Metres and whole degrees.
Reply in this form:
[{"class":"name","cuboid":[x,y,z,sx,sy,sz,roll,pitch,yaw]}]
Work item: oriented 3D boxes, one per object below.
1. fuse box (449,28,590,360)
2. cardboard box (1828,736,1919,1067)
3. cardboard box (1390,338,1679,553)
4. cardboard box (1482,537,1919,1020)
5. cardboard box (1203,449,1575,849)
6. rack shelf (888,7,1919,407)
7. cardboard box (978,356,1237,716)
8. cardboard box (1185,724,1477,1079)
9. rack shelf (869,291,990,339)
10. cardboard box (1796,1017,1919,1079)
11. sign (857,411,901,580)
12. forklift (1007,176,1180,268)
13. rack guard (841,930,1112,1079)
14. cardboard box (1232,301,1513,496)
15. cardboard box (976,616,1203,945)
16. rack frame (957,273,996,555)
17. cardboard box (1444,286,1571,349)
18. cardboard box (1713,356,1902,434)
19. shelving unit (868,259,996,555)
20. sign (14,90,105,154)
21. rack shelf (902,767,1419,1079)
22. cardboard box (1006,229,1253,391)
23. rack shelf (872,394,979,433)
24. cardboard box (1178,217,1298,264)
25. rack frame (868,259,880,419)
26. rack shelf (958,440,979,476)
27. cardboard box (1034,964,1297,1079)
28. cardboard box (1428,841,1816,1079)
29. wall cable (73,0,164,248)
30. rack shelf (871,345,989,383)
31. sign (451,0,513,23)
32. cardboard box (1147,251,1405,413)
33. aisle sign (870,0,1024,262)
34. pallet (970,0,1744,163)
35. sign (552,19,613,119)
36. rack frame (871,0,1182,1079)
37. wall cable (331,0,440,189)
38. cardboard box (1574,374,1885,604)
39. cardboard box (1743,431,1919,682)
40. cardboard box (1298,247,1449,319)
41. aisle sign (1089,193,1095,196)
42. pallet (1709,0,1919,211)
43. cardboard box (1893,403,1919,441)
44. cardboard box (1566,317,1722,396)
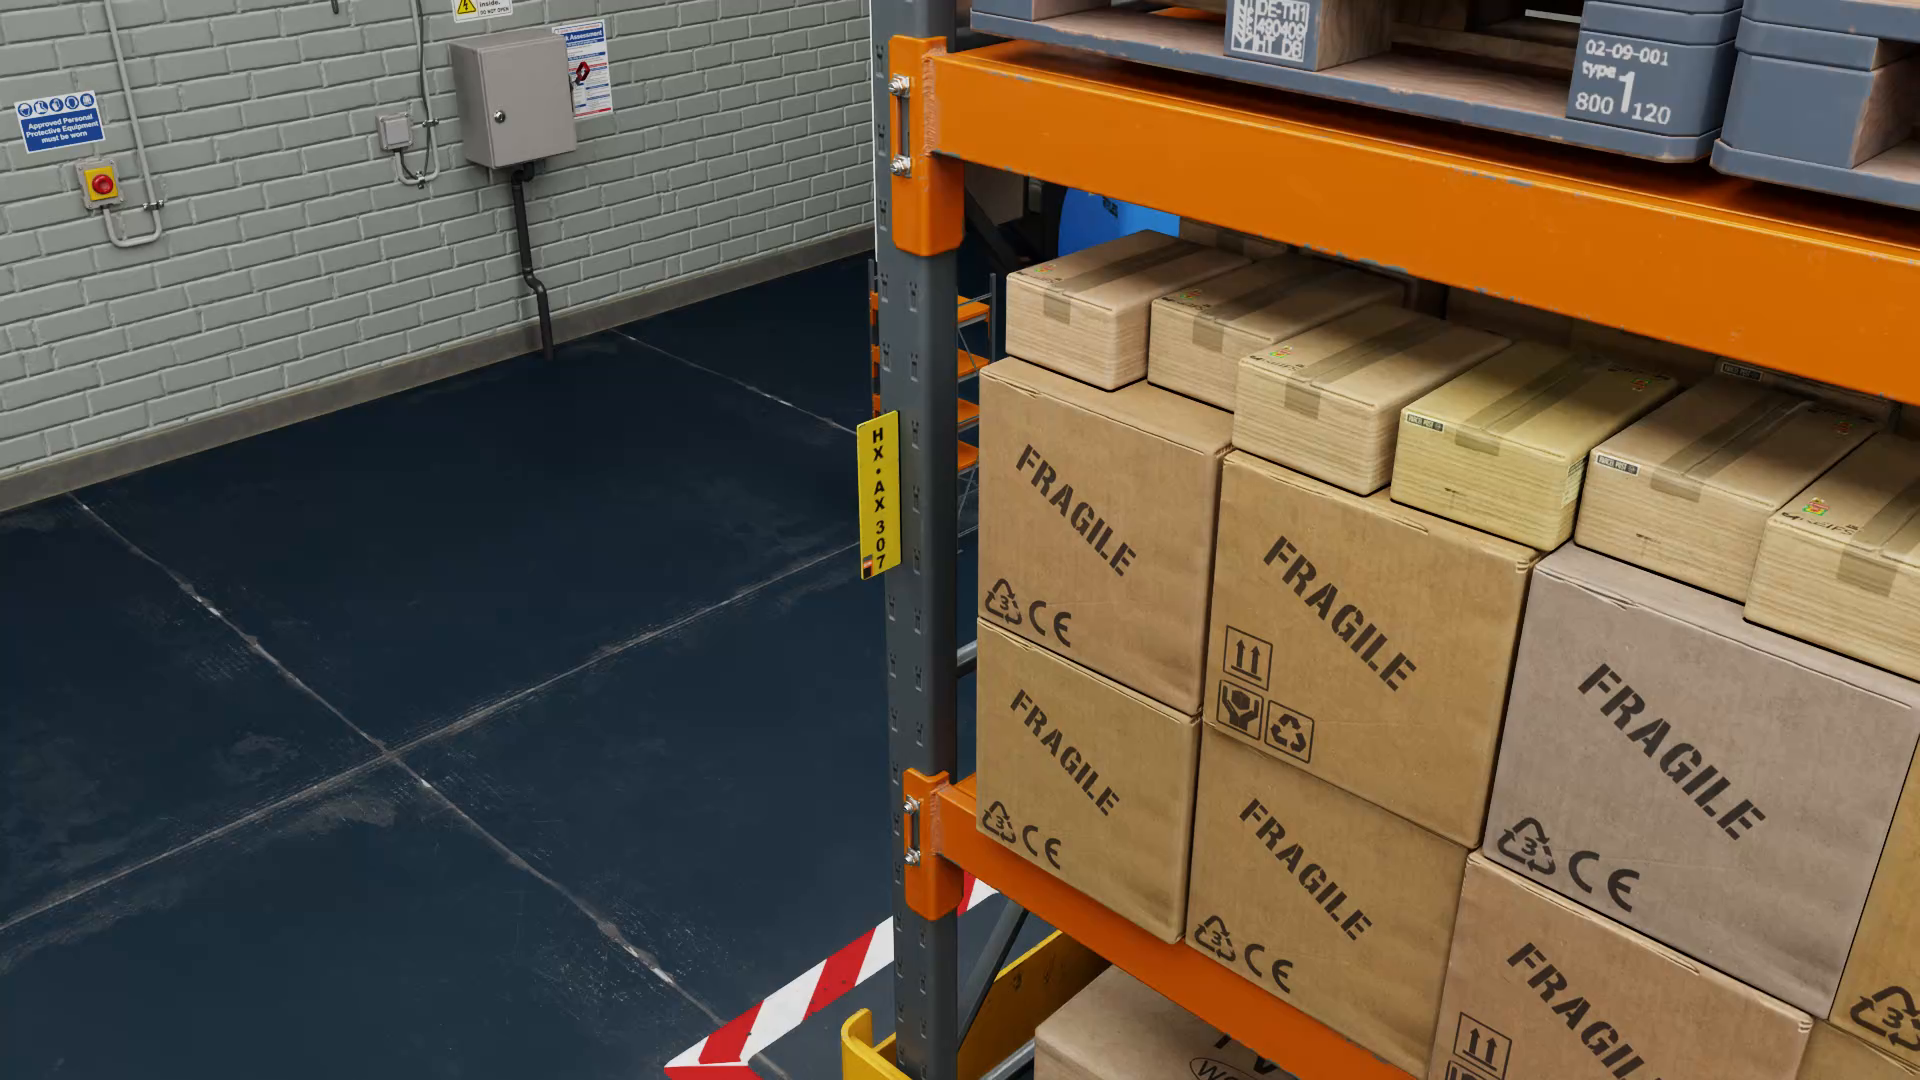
[{"class":"fuse box","cuboid":[-2.221,-1.758,8.755,0.414,1.711,0.539,25,36,38]},{"class":"cardboard box","cuboid":[1.485,0.412,2.062,0.500,0.500,0.500,25,37,39]},{"class":"cardboard box","cuboid":[0.841,-0.148,2.430,0.250,0.149,0.380,23,36,37]},{"class":"cardboard box","cuboid":[1.128,0.249,2.371,0.500,0.500,0.500,24,36,38]},{"class":"cardboard box","cuboid":[0.756,0.084,2.686,0.500,0.500,0.500,23,36,37]},{"class":"rack shelf","cuboid":[1.666,-0.203,1.964,4.000,0.370,1.077,25,36,38]},{"class":"cardboard box","cuboid":[0.382,-0.082,3.002,0.500,0.500,0.500,24,36,37]},{"class":"cardboard box","cuboid":[0.761,0.517,2.937,0.500,0.500,0.500,24,36,38]},{"class":"rack shelf","cuboid":[-0.118,-0.933,6.891,0.480,0.148,0.258,25,36,38]},{"class":"cardboard box","cuboid":[1.480,0.847,2.310,0.500,0.500,0.500,-24,36,-38]},{"class":"sign","cuboid":[-0.154,-0.083,3.169,0.005,0.325,0.100,25,36,38]},{"class":"forklift","cuboid":[0.936,-2.832,9.486,1.130,2.935,3.031,-7,29,-13]},{"class":"rack guard","cuboid":[0.223,1.252,4.332,0.348,0.500,1.175,25,36,38]},{"class":"cardboard box","cuboid":[0.641,-0.228,2.582,0.380,0.149,0.250,-24,36,-38]},{"class":"cardboard box","cuboid":[0.381,0.361,3.233,0.500,0.500,0.500,24,36,38]},{"class":"rack frame","cuboid":[0.056,-0.505,6.922,0.015,1.200,0.240,25,36,38]},{"class":"cardboard box","cuboid":[1.077,-0.439,2.983,0.250,0.149,0.380,24,36,38]},{"class":"cardboard box","cuboid":[1.365,-0.234,2.594,0.250,0.149,0.380,24,36,38]},{"class":"shelving unit","cuboid":[-0.118,-0.585,7.073,0.503,1.200,0.258,25,36,38]},{"class":"sign","cuboid":[-3.875,-1.802,7.164,0.001,0.218,0.327,25,36,38]},{"class":"rack shelf","cuboid":[1.666,1.124,2.662,4.000,0.370,1.077,25,36,38]},{"class":"cardboard box","cuboid":[0.299,-0.413,2.934,0.380,0.149,0.250,-24,36,-38]},{"class":"rack shelf","cuboid":[-0.118,-0.526,7.105,0.480,0.148,0.258,25,36,38]},{"class":"cardboard box","cuboid":[0.636,-0.570,3.232,0.380,0.149,0.250,-25,36,-39]},{"class":"rack frame","cuboid":[-0.292,-0.665,7.225,0.015,1.200,0.240,25,36,38]},{"class":"rack shelf","cuboid":[-0.118,-0.350,7.197,0.480,0.148,0.258,25,36,38]},{"class":"cardboard box","cuboid":[0.781,1.284,3.888,0.875,0.438,0.875,23,36,37]},{"class":"cardboard box","cuboid":[1.111,0.689,2.610,0.500,0.500,0.500,24,36,38]},{"class":"wall cable","cuboid":[-3.797,-2.142,6.976,0.123,1.953,0.585,25,36,38]},{"class":"rack shelf","cuboid":[-0.118,-0.724,7.001,0.480,0.148,0.258,25,36,38]},{"class":"sign","cuboid":[-2.407,-2.743,8.356,0.001,0.242,0.339,25,36,38]},{"class":"cardboard box","cuboid":[0.536,-0.351,2.816,0.380,0.149,0.250,-24,36,-38]},{"class":"aisle sign","cuboid":[-0.015,-0.925,2.992,0.004,0.787,0.394,25,36,38]},{"class":"pallet","cuboid":[0.776,-0.897,2.604,1.213,0.211,1.003,25,36,38]},{"class":"sign","cuboid":[-2.022,-2.518,8.917,0.001,0.494,0.329,25,36,38]},{"class":"rack frame","cuboid":[0.240,0.153,3.736,0.127,3.000,1.000,25,36,38]},{"class":"wall cable","cuboid":[-2.811,-2.603,7.886,0.122,1.984,0.588,25,36,38]},{"class":"cardboard box","cuboid":[1.065,-0.080,2.301,0.380,0.149,0.250,-25,37,-39]},{"class":"cardboard box","cuboid":[1.214,0.015,2.119,0.380,0.149,0.250,-25,37,-39]},{"class":"cardboard box","cuboid":[0.834,-0.495,3.090,0.380,0.149,0.250,-25,36,-38]},{"class":"aisle sign","cuboid":[0.406,-1.124,3.371,0.004,0.787,0.394,25,36,38]},{"class":"pallet","cuboid":[1.650,-0.498,1.847,1.213,0.211,1.003,25,36,38]},{"class":"cardboard box","cuboid":[1.584,-0.172,2.475,0.380,0.149,0.250,-24,36,-38]},{"class":"cardboard box","cuboid":[1.228,-0.343,2.801,0.380,0.149,0.250,-24,36,-38]}]
